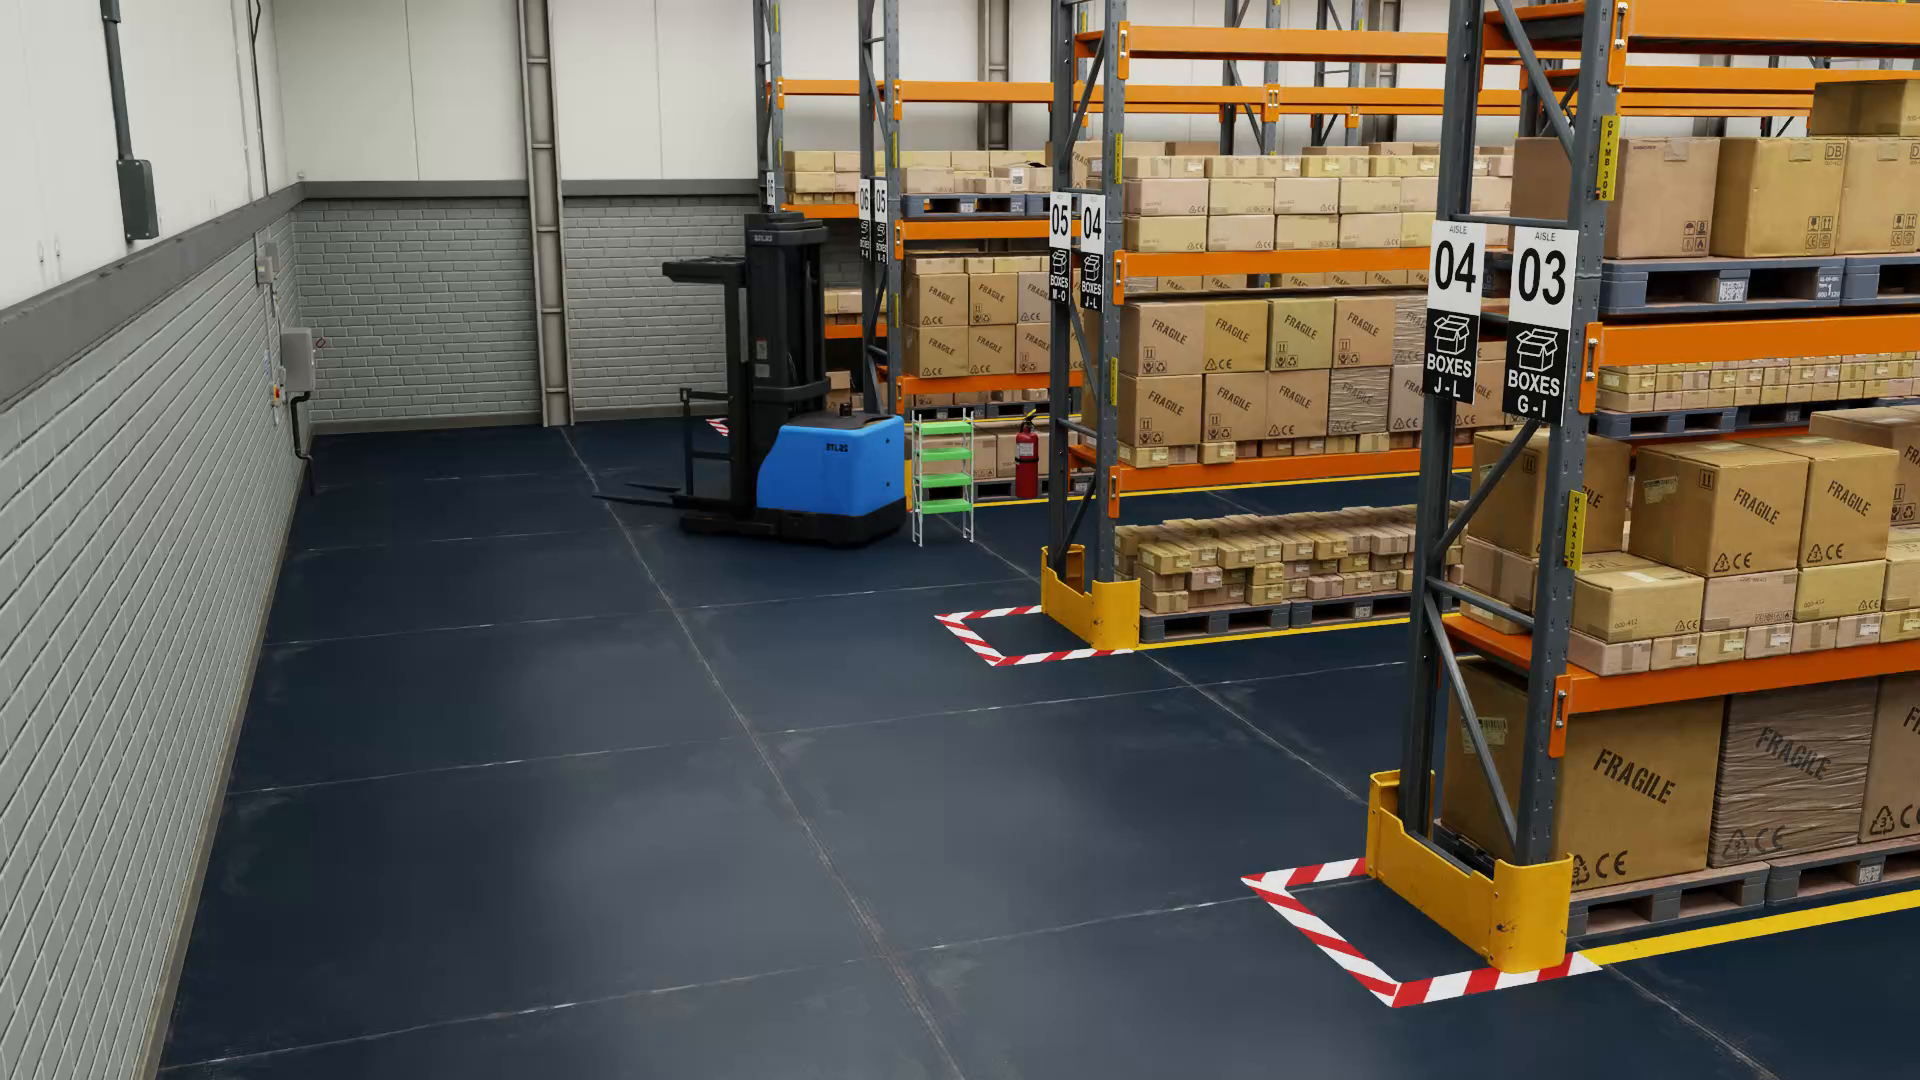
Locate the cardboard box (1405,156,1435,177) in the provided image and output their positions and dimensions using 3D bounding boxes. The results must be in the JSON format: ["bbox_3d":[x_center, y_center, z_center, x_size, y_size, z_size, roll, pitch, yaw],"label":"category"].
[{"bbox_3d":[3.254,-2.730,12.145,0.250,0.149,0.380,-5,14,-18],"label":"cardboard box"}]

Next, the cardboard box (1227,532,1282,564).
[{"bbox_3d":[2.206,0.060,12.484,0.250,0.149,0.380,-5,14,-21],"label":"cardboard box"}]

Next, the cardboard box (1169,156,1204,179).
[{"bbox_3d":[1.516,-2.608,11.632,0.250,0.149,0.380,-4,14,-16],"label":"cardboard box"}]

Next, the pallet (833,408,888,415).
[{"bbox_3d":[-1.544,-1.670,21.815,1.213,0.211,1.003,-4,14,-18],"label":"pallet"}]

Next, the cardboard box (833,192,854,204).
[{"bbox_3d":[-1.507,-4.312,20.956,0.250,0.149,0.380,-4,14,-18],"label":"cardboard box"}]

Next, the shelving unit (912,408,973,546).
[{"bbox_3d":[-0.157,-0.571,15.060,0.503,1.200,0.258,-4,14,-18],"label":"shelving unit"}]

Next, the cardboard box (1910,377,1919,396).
[{"bbox_3d":[7.915,-1.313,13.923,0.250,0.149,0.380,-4,14,-18],"label":"cardboard box"}]

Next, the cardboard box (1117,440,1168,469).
[{"bbox_3d":[1.301,-0.625,11.940,0.250,0.149,0.380,-5,14,-19],"label":"cardboard box"}]

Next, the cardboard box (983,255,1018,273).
[{"bbox_3d":[0.392,-2.742,16.518,0.250,0.149,0.380,-5,14,-20],"label":"cardboard box"}]

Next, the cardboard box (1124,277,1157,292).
[{"bbox_3d":[1.684,-2.533,17.041,0.500,0.500,0.500,-4,14,-17],"label":"cardboard box"}]

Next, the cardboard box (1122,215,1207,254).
[{"bbox_3d":[1.397,-2.159,11.686,0.500,0.250,0.500,-4,14,-16],"label":"cardboard box"}]

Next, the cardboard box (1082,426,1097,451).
[{"bbox_3d":[1.108,-0.759,12.503,0.250,0.149,0.380,-4,14,-18],"label":"cardboard box"}]

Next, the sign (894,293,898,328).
[{"bbox_3d":[-0.614,-2.211,16.022,0.005,0.325,0.100,-4,14,-18],"label":"sign"}]

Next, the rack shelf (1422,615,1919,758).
[{"bbox_3d":[4.271,0.502,8.211,4.000,0.370,1.077,-4,14,-18],"label":"rack shelf"}]

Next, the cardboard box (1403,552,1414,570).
[{"bbox_3d":[3.478,0.107,12.930,0.250,0.149,0.380,-4,14,-17],"label":"cardboard box"}]

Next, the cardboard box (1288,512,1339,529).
[{"bbox_3d":[2.799,-0.108,13.189,0.250,0.149,0.380,-4,14,-18],"label":"cardboard box"}]

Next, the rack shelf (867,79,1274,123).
[{"bbox_3d":[1.111,-4.395,16.701,4.000,0.370,1.077,-4,14,-18],"label":"rack shelf"}]

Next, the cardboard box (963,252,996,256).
[{"bbox_3d":[0.194,-2.866,17.037,0.250,0.149,0.380,-4,14,-17],"label":"cardboard box"}]

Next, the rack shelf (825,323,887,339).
[{"bbox_3d":[-0.476,-2.760,21.924,4.000,0.370,1.077,-4,14,-18],"label":"rack shelf"}]

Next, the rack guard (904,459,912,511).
[{"bbox_3d":[-0.808,-0.656,16.927,0.348,0.500,1.175,-4,14,-18],"label":"rack guard"}]

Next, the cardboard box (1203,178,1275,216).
[{"bbox_3d":[1.883,-2.439,11.784,0.500,0.250,0.500,-5,14,-19],"label":"cardboard box"}]

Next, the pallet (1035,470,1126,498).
[{"bbox_3d":[1.102,-0.682,17.663,1.213,0.211,1.003,-4,14,-18],"label":"pallet"}]

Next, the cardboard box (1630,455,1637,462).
[{"bbox_3d":[5.797,-0.589,14.119,0.500,0.250,0.500,-4,14,-15],"label":"cardboard box"}]

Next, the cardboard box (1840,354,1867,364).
[{"bbox_3d":[7.184,-1.546,13.618,0.250,0.149,0.380,-4,14,-18],"label":"cardboard box"}]

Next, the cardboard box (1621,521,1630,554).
[{"bbox_3d":[3.231,0.097,8.042,0.500,0.250,0.500,-5,14,-19],"label":"cardboard box"}]

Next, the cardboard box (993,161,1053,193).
[{"bbox_3d":[0.650,-3.642,16.666,0.500,0.311,0.500,-4,14,-17],"label":"cardboard box"}]

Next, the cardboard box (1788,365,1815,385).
[{"bbox_3d":[6.682,-1.362,13.485,0.250,0.149,0.380,-5,14,-19],"label":"cardboard box"}]

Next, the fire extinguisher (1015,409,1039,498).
[{"bbox_3d":[0.504,-0.659,12.512,0.183,0.674,0.296,-4,14,-18],"label":"fire extinguisher"}]

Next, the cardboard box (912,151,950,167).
[{"bbox_3d":[-0.431,-4.827,21.181,0.500,0.250,0.500,-4,14,-17],"label":"cardboard box"}]

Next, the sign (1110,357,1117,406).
[{"bbox_3d":[1.063,-1.098,11.512,0.005,0.325,0.100,-4,14,-18],"label":"sign"}]

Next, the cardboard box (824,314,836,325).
[{"bbox_3d":[-1.746,-2.833,21.220,0.250,0.149,0.380,-4,14,-17],"label":"cardboard box"}]

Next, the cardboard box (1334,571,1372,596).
[{"bbox_3d":[2.950,0.302,12.753,0.250,0.149,0.380,-4,14,-18],"label":"cardboard box"}]

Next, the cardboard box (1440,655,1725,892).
[{"bbox_3d":[2.957,1.064,7.977,0.875,0.875,0.875,-4,14,-18],"label":"cardboard box"}]

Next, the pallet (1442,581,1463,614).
[{"bbox_3d":[4.055,0.323,13.435,1.213,0.211,1.003,-4,14,-18],"label":"pallet"}]

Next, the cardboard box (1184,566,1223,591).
[{"bbox_3d":[1.746,0.252,12.318,0.250,0.149,0.380,-5,14,-18],"label":"cardboard box"}]

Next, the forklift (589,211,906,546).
[{"bbox_3d":[-2.072,-1.575,15.537,3.031,2.935,1.130,6,14,22],"label":"forklift"}]

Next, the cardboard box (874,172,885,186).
[{"bbox_3d":[-0.900,-4.543,21.066,0.500,0.250,0.500,-5,14,-20],"label":"cardboard box"}]

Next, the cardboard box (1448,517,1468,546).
[{"bbox_3d":[3.963,-0.067,13.016,0.250,0.149,0.380,-5,14,-19],"label":"cardboard box"}]

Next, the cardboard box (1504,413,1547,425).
[{"bbox_3d":[4.312,-1.186,12.897,0.500,0.500,0.500,-4,14,-18],"label":"cardboard box"}]

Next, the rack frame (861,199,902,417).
[{"bbox_3d":[-0.785,-1.874,16.645,0.127,3.000,1.000,-4,14,-18],"label":"rack frame"}]

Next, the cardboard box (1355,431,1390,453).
[{"bbox_3d":[3.026,-0.765,12.526,0.250,0.149,0.380,-4,14,-17],"label":"cardboard box"}]

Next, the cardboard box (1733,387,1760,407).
[{"bbox_3d":[6.179,-1.177,13.354,0.250,0.149,0.380,-5,14,-21],"label":"cardboard box"}]

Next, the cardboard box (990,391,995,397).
[{"bbox_3d":[0.307,-2.046,22.621,0.250,0.149,0.380,-5,14,-19],"label":"cardboard box"}]

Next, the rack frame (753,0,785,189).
[{"bbox_3d":[-2.372,-5.881,20.526,0.127,3.000,1.000,-4,14,-18],"label":"rack frame"}]

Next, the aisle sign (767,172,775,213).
[{"bbox_3d":[-2.343,-4.157,20.628,0.004,0.787,0.394,-4,14,-18],"label":"aisle sign"}]

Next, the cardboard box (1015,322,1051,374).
[{"bbox_3d":[0.720,-1.972,16.841,0.500,0.500,0.500,-5,14,-18],"label":"cardboard box"}]

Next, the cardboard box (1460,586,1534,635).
[{"bbox_3d":[2.608,0.324,7.951,0.250,0.149,0.380,-4,14,-17],"label":"cardboard box"}]

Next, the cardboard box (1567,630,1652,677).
[{"bbox_3d":[2.817,0.468,7.342,0.250,0.149,0.380,-4,14,-17],"label":"cardboard box"}]

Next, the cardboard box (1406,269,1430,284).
[{"bbox_3d":[4.952,-2.793,18.133,0.500,0.500,0.500,-5,14,-19],"label":"cardboard box"}]

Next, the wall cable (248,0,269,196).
[{"bbox_3d":[-7.176,-5.108,17.196,0.133,3.039,2.988,-4,14,-18],"label":"wall cable"}]

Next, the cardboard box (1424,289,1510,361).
[{"bbox_3d":[3.833,-1.637,12.631,0.500,0.500,0.500,-5,14,-20],"label":"cardboard box"}]

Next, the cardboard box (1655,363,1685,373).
[{"bbox_3d":[5.463,-1.412,13.055,0.250,0.149,0.380,-4,14,-17],"label":"cardboard box"}]

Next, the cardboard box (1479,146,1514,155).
[{"bbox_3d":[5.919,-4.062,18.238,0.500,0.500,0.700,-5,14,-21],"label":"cardboard box"}]

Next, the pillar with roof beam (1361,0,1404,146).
[{"bbox_3d":[7.532,-5.821,20.275,0.400,9.000,9.100,-4,14,-18],"label":"pillar with roof beam"}]
